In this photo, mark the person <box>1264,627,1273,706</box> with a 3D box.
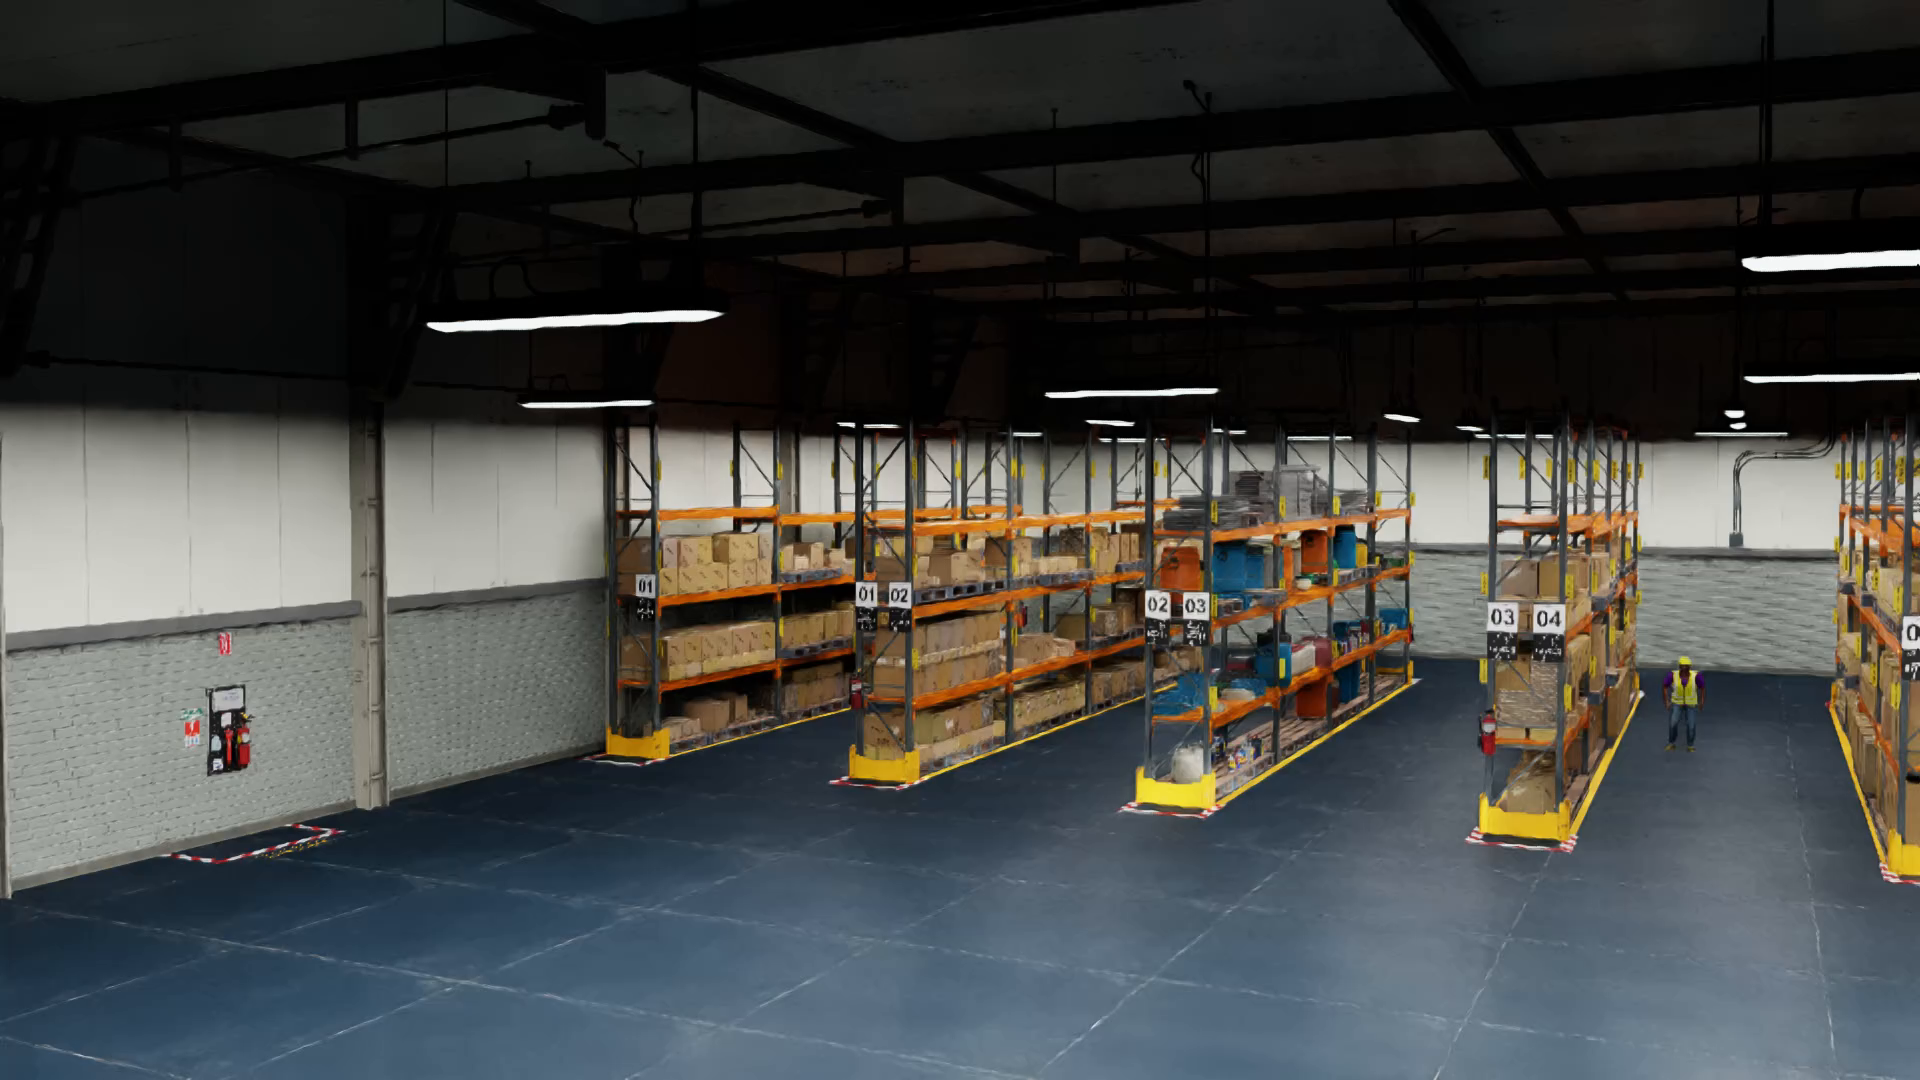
[{"bbox_3d":[6.578,2.665,35.330,0.543,1.667,0.565,-2,3,-37],"label":"person"}]

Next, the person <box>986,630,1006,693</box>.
[{"bbox_3d":[0.791,2.603,36.571,0.729,1.733,0.546,1,3,24],"label":"person"}]

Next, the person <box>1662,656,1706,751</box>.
[{"bbox_3d":[12.868,2.909,29.573,0.719,1.714,0.578,1,3,24],"label":"person"}]
